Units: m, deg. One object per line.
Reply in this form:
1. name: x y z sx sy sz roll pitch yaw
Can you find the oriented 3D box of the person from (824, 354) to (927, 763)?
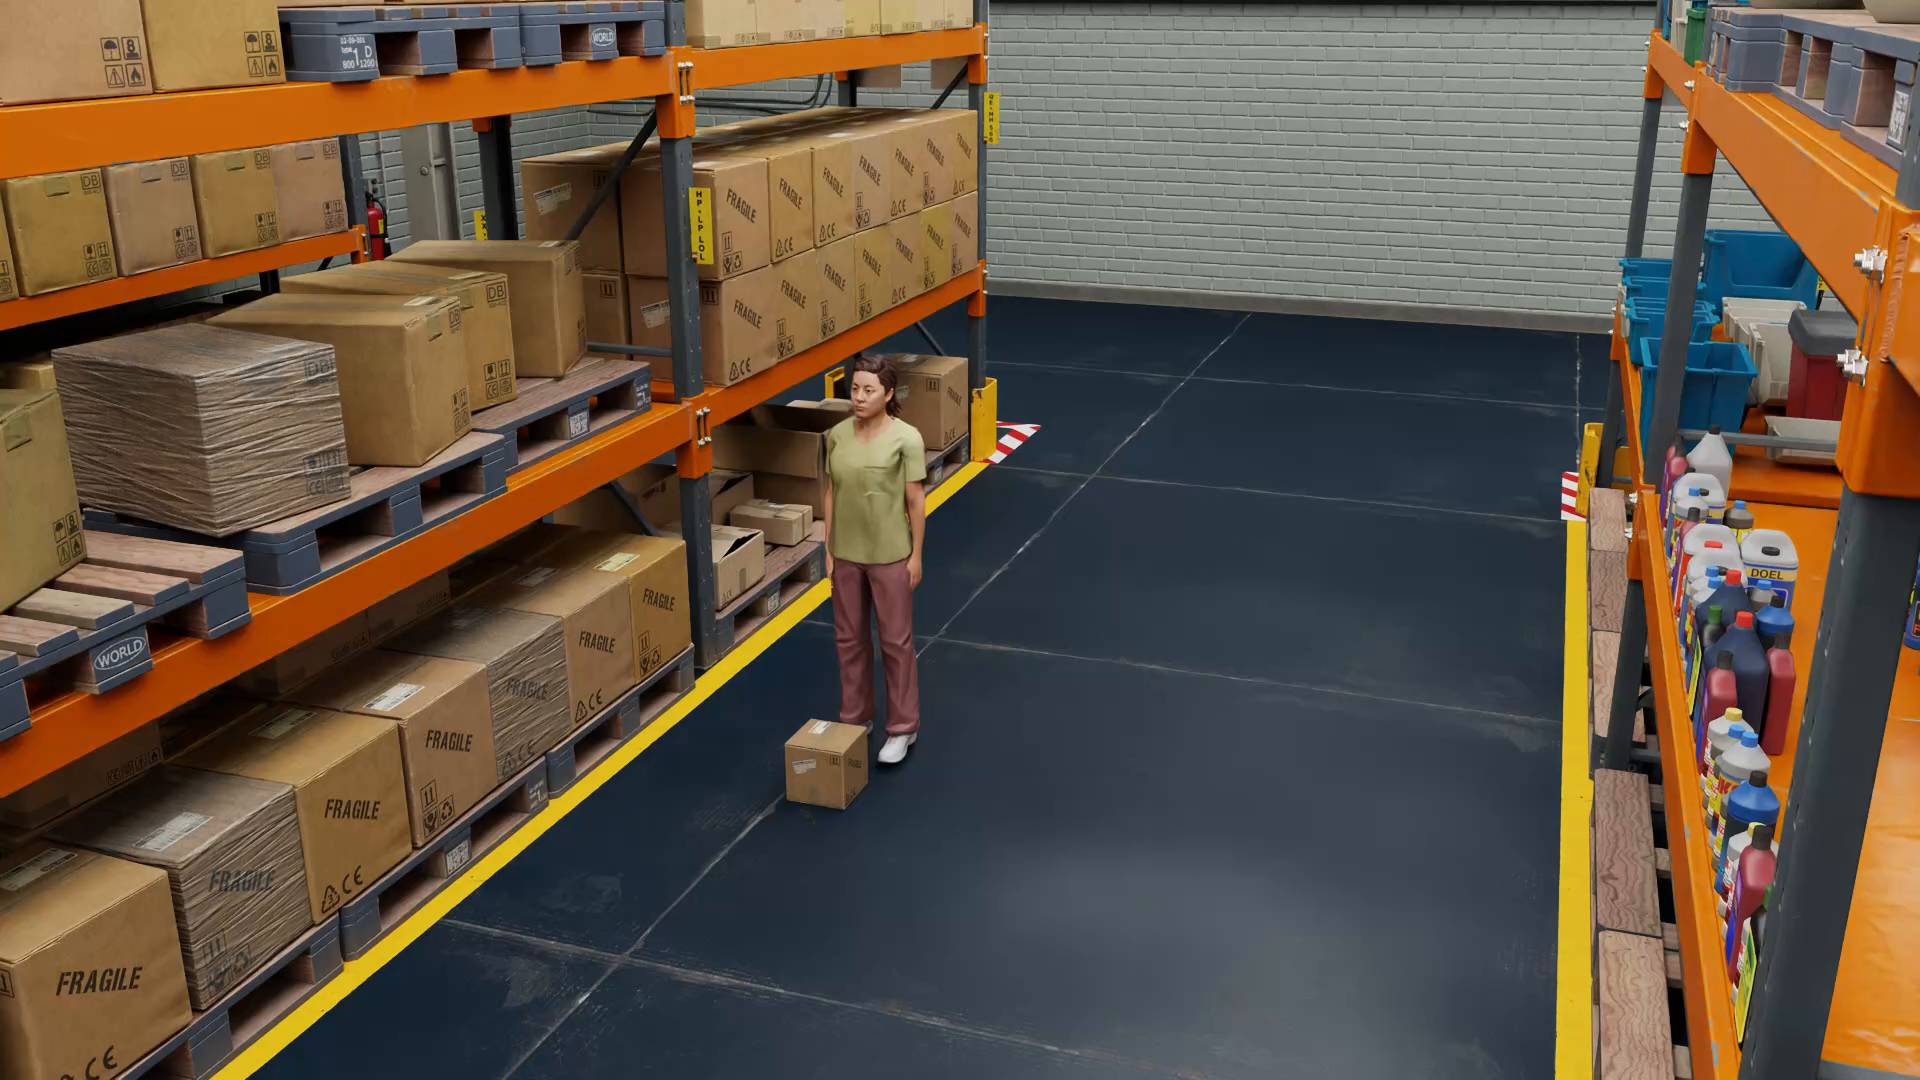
1. person: -0.363 0.073 6.830 0.444 1.677 0.396 7 20 20
